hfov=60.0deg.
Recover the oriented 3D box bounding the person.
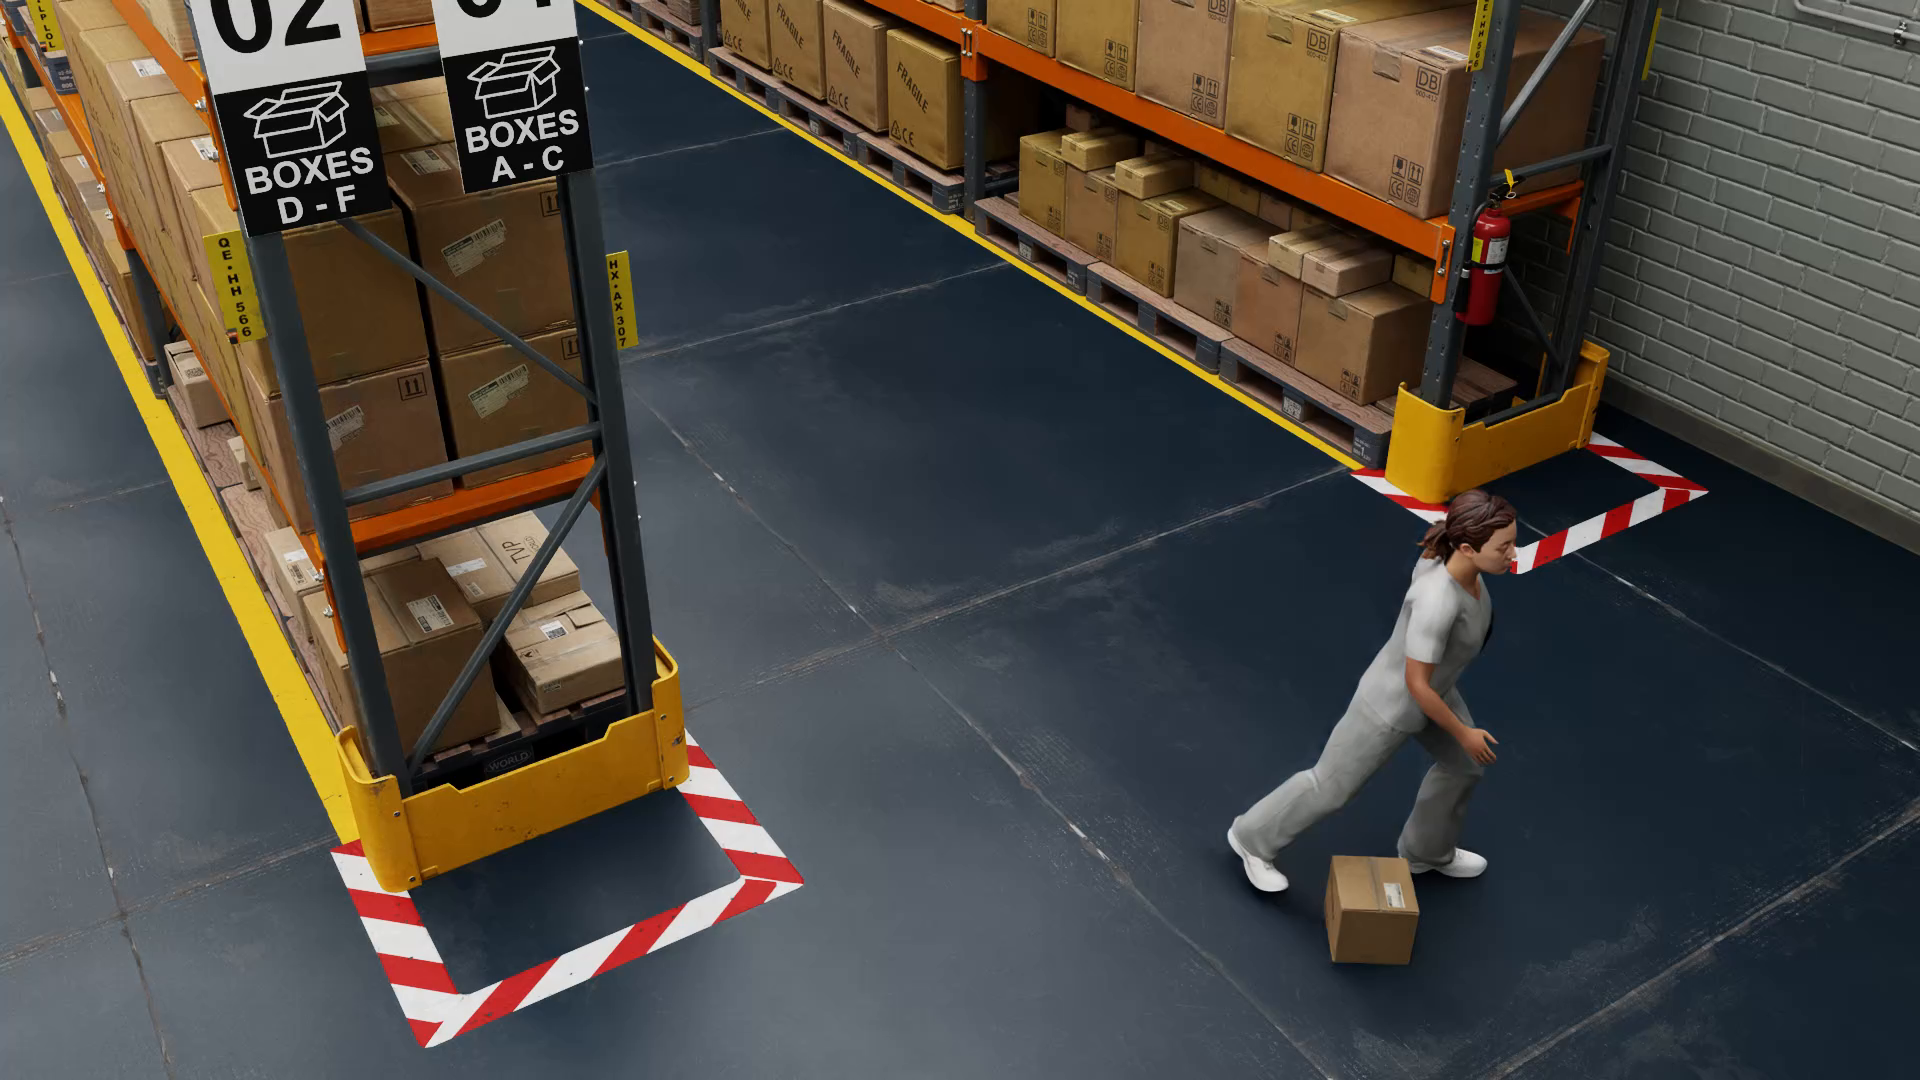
[{"bbox_3d":[1.371,0.490,5.412,0.833,1.607,0.563,17,37,25],"label":"person"}]
